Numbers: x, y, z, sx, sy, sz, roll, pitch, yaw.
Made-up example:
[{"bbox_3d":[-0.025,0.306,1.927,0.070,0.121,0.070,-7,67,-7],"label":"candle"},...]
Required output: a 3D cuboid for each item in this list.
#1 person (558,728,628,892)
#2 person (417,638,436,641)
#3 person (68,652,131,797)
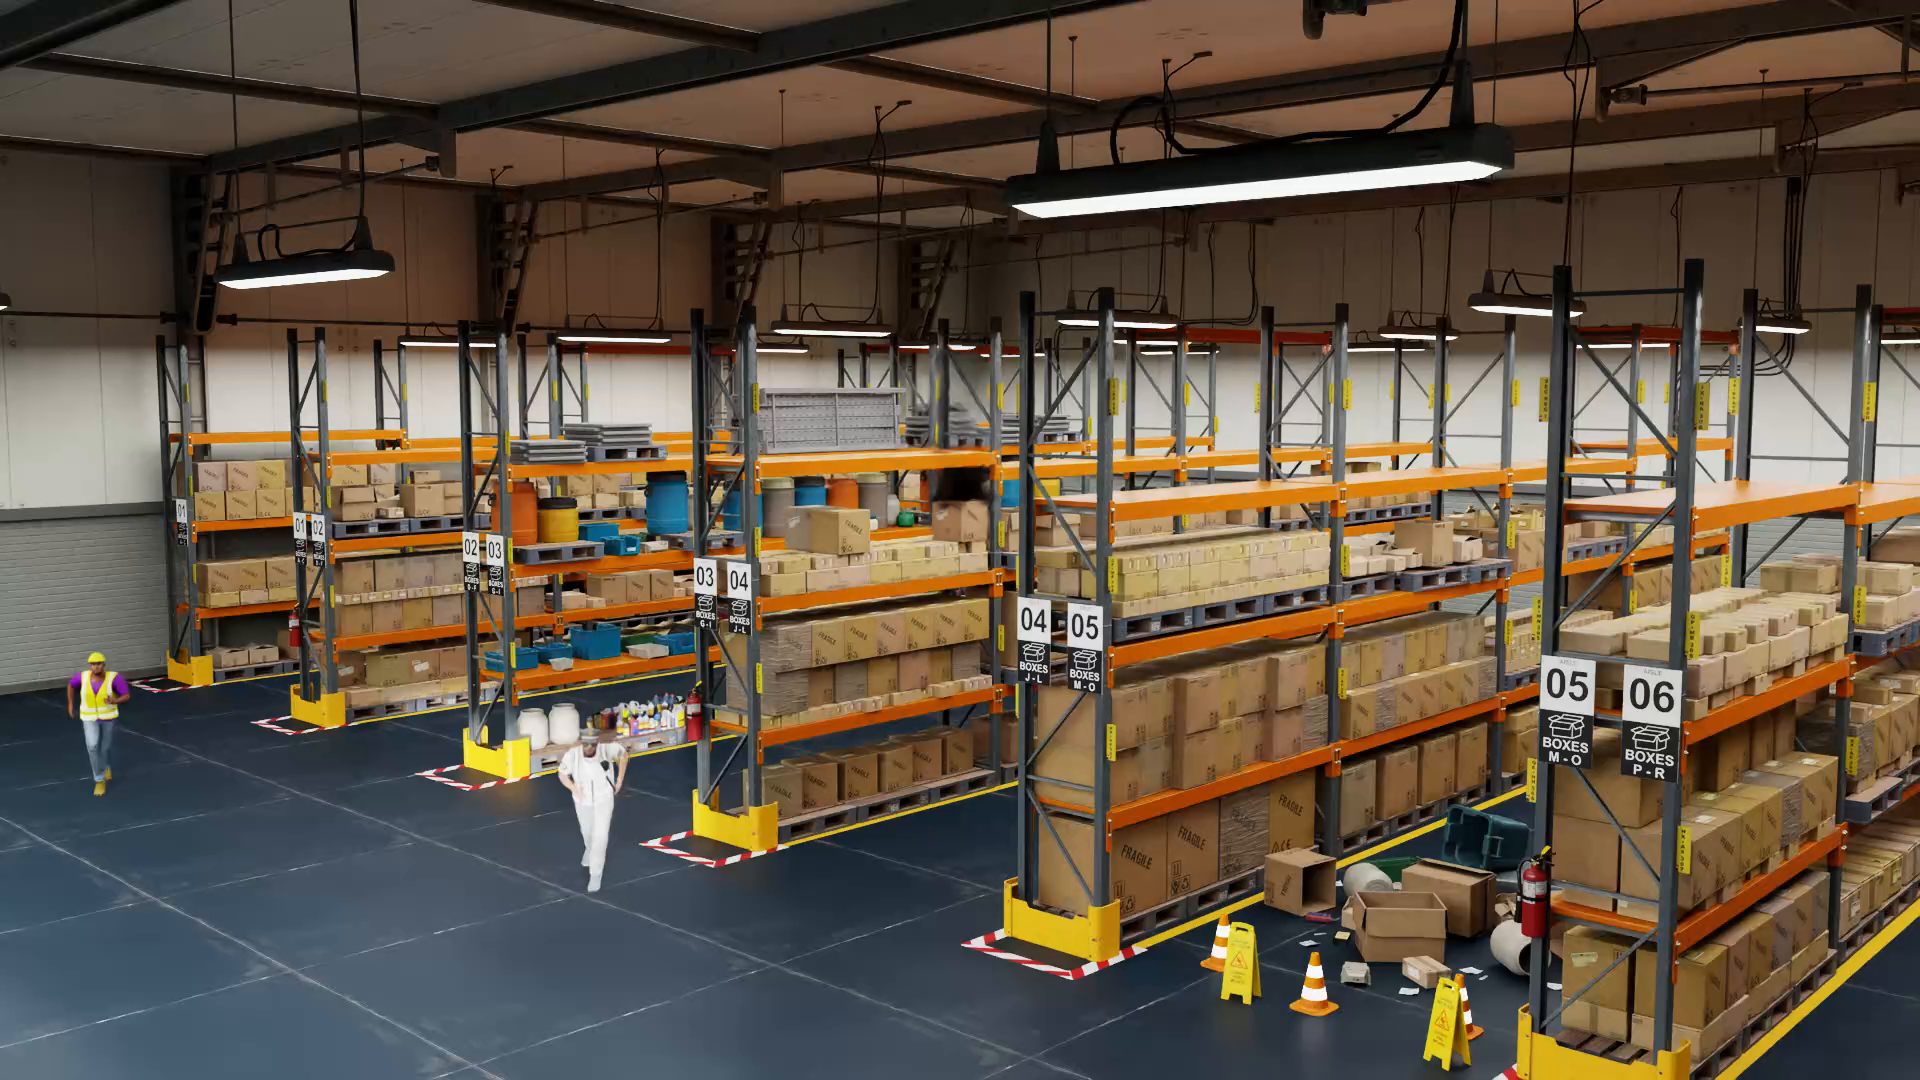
[{"bbox_3d":[-3.817,2.737,17.346,0.704,1.739,1.015,-1,5,-12],"label":"person"},{"bbox_3d":[-9.439,1.539,29.644,0.591,1.681,0.891,2,6,18],"label":"person"},{"bbox_3d":[-10.962,2.308,21.201,0.729,1.808,0.904,-2,6,-23],"label":"person"}]
